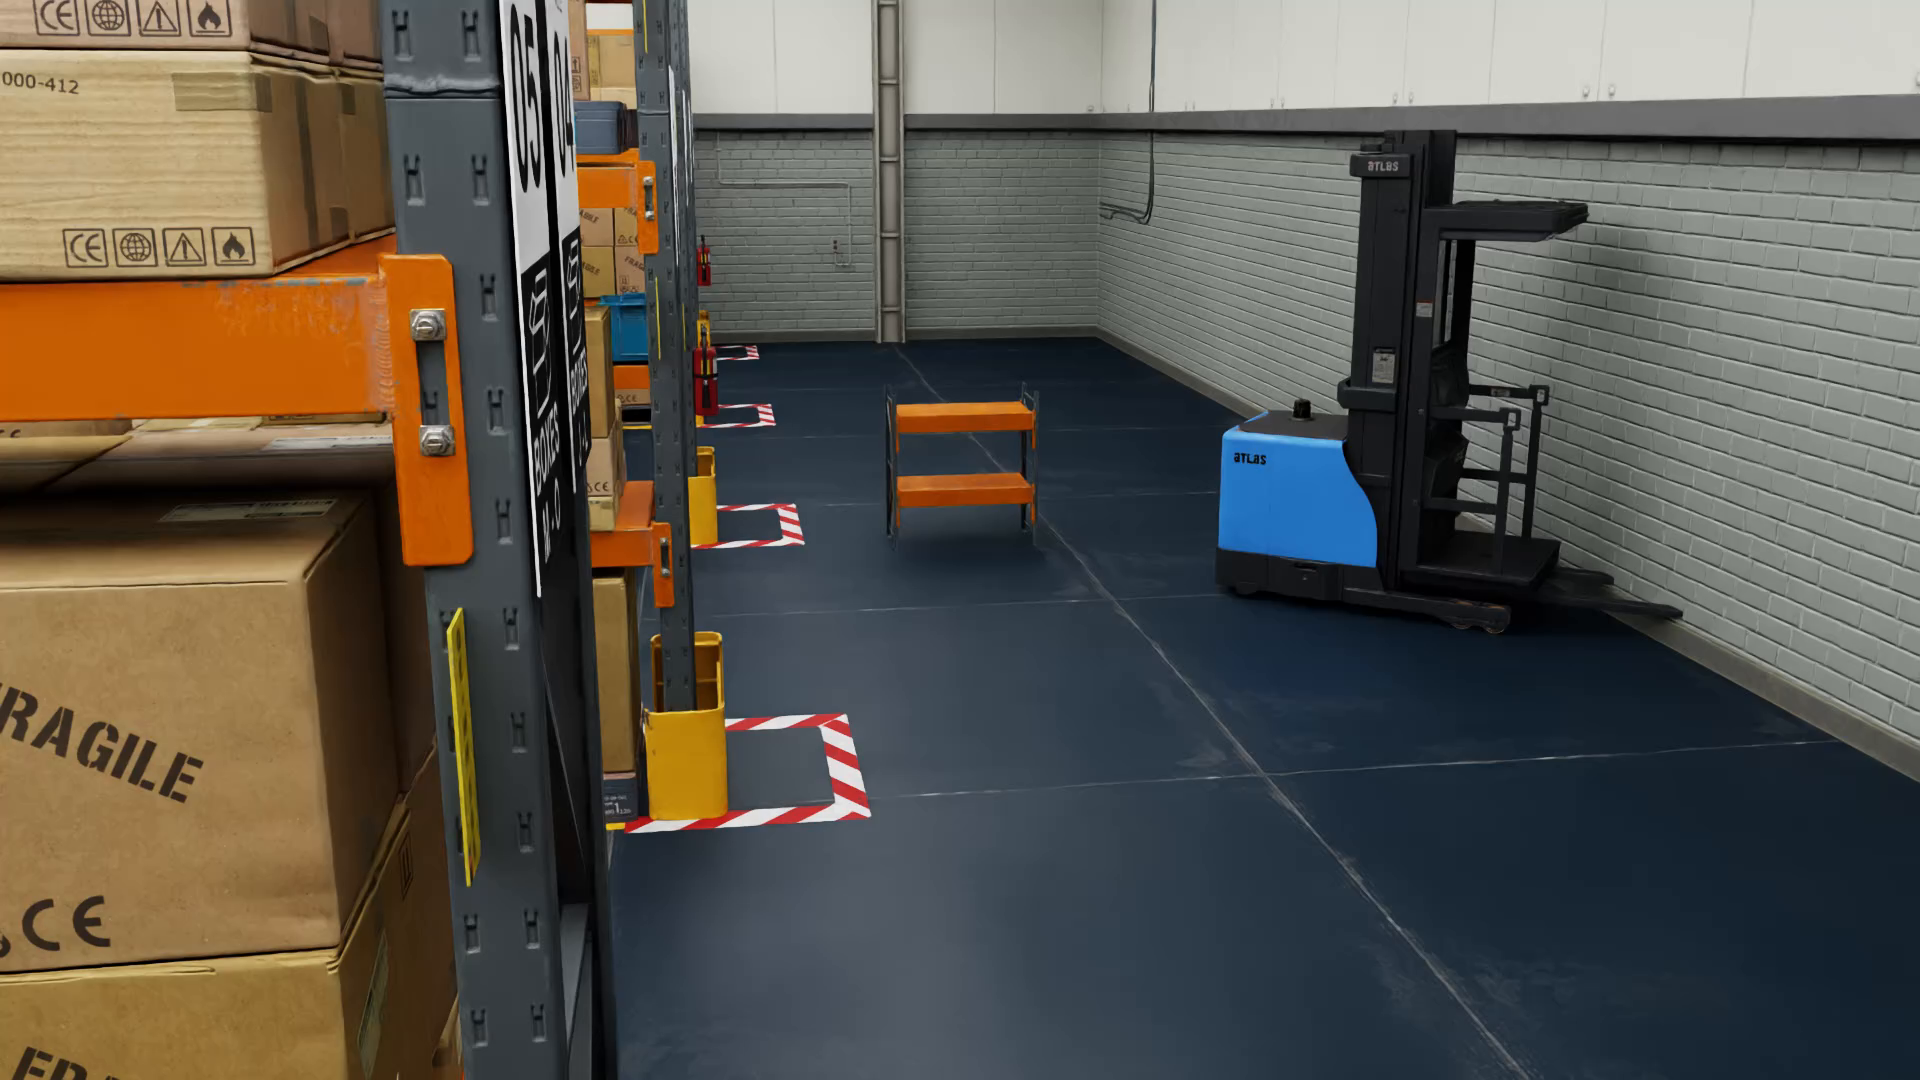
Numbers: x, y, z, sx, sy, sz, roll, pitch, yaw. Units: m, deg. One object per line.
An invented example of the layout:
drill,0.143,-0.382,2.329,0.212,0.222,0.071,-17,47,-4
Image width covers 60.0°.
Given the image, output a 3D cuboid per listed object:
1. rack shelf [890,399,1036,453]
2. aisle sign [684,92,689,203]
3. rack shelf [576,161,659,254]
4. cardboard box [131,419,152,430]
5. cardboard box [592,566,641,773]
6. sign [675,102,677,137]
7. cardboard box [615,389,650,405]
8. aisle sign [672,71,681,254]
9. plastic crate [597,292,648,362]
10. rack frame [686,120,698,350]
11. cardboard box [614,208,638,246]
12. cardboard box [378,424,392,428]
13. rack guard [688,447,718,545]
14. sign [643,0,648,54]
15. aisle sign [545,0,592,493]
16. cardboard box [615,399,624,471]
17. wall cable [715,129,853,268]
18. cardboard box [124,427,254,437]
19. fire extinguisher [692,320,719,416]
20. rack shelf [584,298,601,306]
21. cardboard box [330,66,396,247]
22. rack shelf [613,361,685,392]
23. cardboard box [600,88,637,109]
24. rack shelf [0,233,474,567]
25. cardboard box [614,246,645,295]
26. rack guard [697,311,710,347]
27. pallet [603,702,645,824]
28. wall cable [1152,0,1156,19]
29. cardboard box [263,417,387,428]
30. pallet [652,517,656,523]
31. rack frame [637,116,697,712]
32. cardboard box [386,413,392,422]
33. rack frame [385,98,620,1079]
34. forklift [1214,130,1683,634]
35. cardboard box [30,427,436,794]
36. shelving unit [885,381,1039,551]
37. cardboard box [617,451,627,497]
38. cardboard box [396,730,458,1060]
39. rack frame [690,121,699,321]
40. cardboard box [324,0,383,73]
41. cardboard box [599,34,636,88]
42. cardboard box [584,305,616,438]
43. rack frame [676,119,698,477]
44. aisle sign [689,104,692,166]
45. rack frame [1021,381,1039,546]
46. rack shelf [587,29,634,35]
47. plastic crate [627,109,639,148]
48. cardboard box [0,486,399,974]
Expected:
rack shelf,0.007,-0.830,12.015,1.000,0.278,0.538,-2,14,-8
aisle sign,-2.015,-2.891,12.237,0.004,0.787,0.394,-2,14,-8
rack shelf,-3.281,-1.398,6.941,4.000,0.370,1.077,-2,14,-8
cardboard box,-3.846,-0.408,7.378,0.500,0.250,0.500,-2,14,-7
cardboard box,-1.925,0.505,7.546,0.875,0.875,0.875,-2,14,-8
sign,-1.944,-2.828,11.381,0.005,0.325,0.100,-2,14,-8
cardboard box,-3.277,-1.669,16.946,0.500,0.500,0.500,-2,14,-8
aisle sign,-1.277,-1.700,7.490,0.004,0.787,0.394,-2,14,-8
plastic crate,-2.345,-1.545,12.019,0.499,0.435,0.616,-2,14,-8
rack frame,-2.776,-2.747,17.010,0.127,3.000,1.000,-2,14,-8
cardboard box,-3.175,-3.198,16.548,0.500,0.500,0.500,-2,14,-9
cardboard box,-2.245,-0.336,7.093,0.500,0.250,0.500,-2,14,-9
rack guard,-2.020,-0.347,12.578,0.348,0.500,1.175,-2,14,-8
sign,-1.237,-2.079,6.522,0.005,0.325,0.100,-2,14,-8
aisle sign,-0.637,-0.503,2.718,0.004,0.787,0.394,-2,14,-8
cardboard box,-1.819,-0.483,7.679,0.500,0.250,0.500,-2,14,-10
wall cable,-2.392,-4.705,22.729,1.851,1.984,0.084,-2,14,-8
cardboard box,-3.263,-0.298,6.940,0.500,0.250,0.500,-2,14,-8
fire extinguisher,-1.825,-1.233,11.899,0.183,0.674,0.296,-2,14,-8
rack shelf,-4.754,-2.326,16.808,4.000,0.370,1.077,-2,14,-8
cardboard box,-1.147,-0.595,2.570,0.500,0.250,0.500,-2,14,-6
rack shelf,-4.019,-1.134,12.057,4.000,0.370,1.077,-2,14,-8
cardboard box,-3.246,-4.292,16.284,0.500,0.250,0.500,-2,14,-8
rack shelf,-2.642,-0.201,2.170,4.000,0.370,1.077,-2,14,-8
cardboard box,-3.178,-2.714,16.672,0.500,0.500,0.500,-2,14,-7
rack guard,-3.494,-2.727,22.068,0.348,0.500,1.175,-2,14,-8
pallet,-2.083,1.036,7.656,1.213,0.211,1.003,-2,14,-8
wall cable,2.532,-7.260,18.674,0.112,2.526,3.097,-2,14,-8
cardboard box,-2.829,-0.446,7.529,0.500,0.250,0.500,-3,14,-10
pallet,-2.863,-0.183,12.516,1.213,0.211,1.003,-2,14,-8
rack frame,-1.304,-0.364,7.508,0.127,3.000,1.000,-2,14,-8
cardboard box,-2.313,-0.829,7.516,0.500,0.500,0.500,-2,14,-10
rack frame,-0.665,0.832,2.736,0.127,3.000,1.000,-2,14,-8
forklift,3.205,-1.007,10.211,3.031,2.935,1.130,7,16,27
cardboard box,-1.148,0.107,2.756,0.500,0.500,0.500,-2,14,-9
shelving unit,0.007,-0.546,12.086,1.048,1.125,0.538,-2,14,-8
cardboard box,-1.704,-0.309,7.804,0.250,0.149,0.380,-2,14,-8
cardboard box,-1.150,0.590,2.888,0.500,0.500,0.500,-1,14,-6
rack frame,-3.518,-3.939,21.761,0.127,3.000,1.000,-2,14,-8
cardboard box,-1.147,-0.838,2.513,0.500,0.250,0.500,-2,14,-7
cardboard box,-3.281,-4.713,16.421,0.500,0.500,0.700,-2,14,-8
cardboard box,-1.746,-0.719,7.076,0.500,0.500,0.500,-2,14,-8
rack frame,-2.042,-1.556,12.258,0.127,3.000,1.000,-2,14,-8
aisle sign,-2.752,-4.081,16.985,0.004,0.787,0.394,-2,14,-8
rack frame,0.509,-0.564,12.159,0.032,1.125,0.500,-2,14,-8
rack shelf,-5.495,-6.233,20.878,4.000,0.370,1.077,-2,14,-8
plastic crate,-2.464,-3.000,12.121,0.590,0.269,0.497,-2,14,-8
cardboard box,-1.080,0.231,2.261,0.500,0.500,0.500,-2,14,-9
